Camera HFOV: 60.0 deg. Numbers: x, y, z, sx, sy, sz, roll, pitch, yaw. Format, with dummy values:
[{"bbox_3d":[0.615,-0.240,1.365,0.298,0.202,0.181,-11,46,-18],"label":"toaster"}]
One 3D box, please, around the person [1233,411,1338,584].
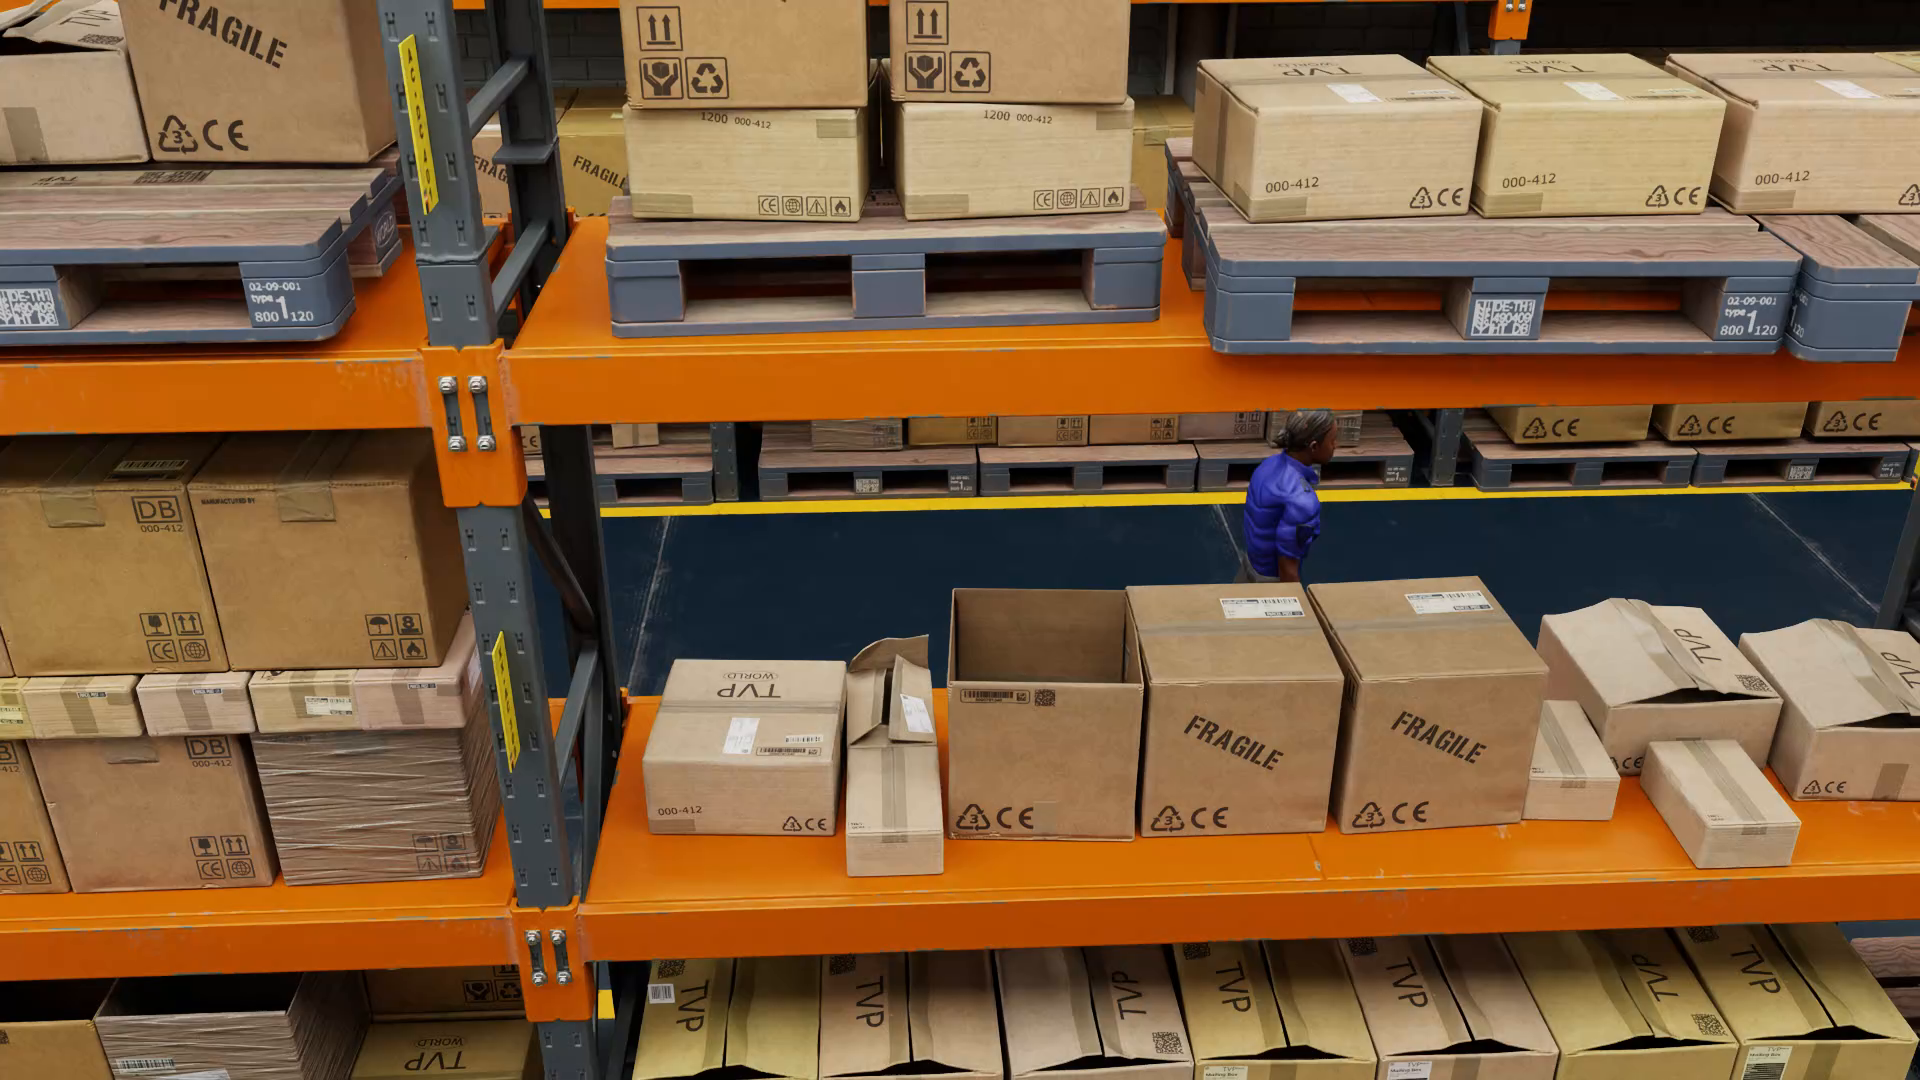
[{"bbox_3d":[1.279,0.242,6.541,0.394,1.655,0.527,-2,28,-4],"label":"person"}]
